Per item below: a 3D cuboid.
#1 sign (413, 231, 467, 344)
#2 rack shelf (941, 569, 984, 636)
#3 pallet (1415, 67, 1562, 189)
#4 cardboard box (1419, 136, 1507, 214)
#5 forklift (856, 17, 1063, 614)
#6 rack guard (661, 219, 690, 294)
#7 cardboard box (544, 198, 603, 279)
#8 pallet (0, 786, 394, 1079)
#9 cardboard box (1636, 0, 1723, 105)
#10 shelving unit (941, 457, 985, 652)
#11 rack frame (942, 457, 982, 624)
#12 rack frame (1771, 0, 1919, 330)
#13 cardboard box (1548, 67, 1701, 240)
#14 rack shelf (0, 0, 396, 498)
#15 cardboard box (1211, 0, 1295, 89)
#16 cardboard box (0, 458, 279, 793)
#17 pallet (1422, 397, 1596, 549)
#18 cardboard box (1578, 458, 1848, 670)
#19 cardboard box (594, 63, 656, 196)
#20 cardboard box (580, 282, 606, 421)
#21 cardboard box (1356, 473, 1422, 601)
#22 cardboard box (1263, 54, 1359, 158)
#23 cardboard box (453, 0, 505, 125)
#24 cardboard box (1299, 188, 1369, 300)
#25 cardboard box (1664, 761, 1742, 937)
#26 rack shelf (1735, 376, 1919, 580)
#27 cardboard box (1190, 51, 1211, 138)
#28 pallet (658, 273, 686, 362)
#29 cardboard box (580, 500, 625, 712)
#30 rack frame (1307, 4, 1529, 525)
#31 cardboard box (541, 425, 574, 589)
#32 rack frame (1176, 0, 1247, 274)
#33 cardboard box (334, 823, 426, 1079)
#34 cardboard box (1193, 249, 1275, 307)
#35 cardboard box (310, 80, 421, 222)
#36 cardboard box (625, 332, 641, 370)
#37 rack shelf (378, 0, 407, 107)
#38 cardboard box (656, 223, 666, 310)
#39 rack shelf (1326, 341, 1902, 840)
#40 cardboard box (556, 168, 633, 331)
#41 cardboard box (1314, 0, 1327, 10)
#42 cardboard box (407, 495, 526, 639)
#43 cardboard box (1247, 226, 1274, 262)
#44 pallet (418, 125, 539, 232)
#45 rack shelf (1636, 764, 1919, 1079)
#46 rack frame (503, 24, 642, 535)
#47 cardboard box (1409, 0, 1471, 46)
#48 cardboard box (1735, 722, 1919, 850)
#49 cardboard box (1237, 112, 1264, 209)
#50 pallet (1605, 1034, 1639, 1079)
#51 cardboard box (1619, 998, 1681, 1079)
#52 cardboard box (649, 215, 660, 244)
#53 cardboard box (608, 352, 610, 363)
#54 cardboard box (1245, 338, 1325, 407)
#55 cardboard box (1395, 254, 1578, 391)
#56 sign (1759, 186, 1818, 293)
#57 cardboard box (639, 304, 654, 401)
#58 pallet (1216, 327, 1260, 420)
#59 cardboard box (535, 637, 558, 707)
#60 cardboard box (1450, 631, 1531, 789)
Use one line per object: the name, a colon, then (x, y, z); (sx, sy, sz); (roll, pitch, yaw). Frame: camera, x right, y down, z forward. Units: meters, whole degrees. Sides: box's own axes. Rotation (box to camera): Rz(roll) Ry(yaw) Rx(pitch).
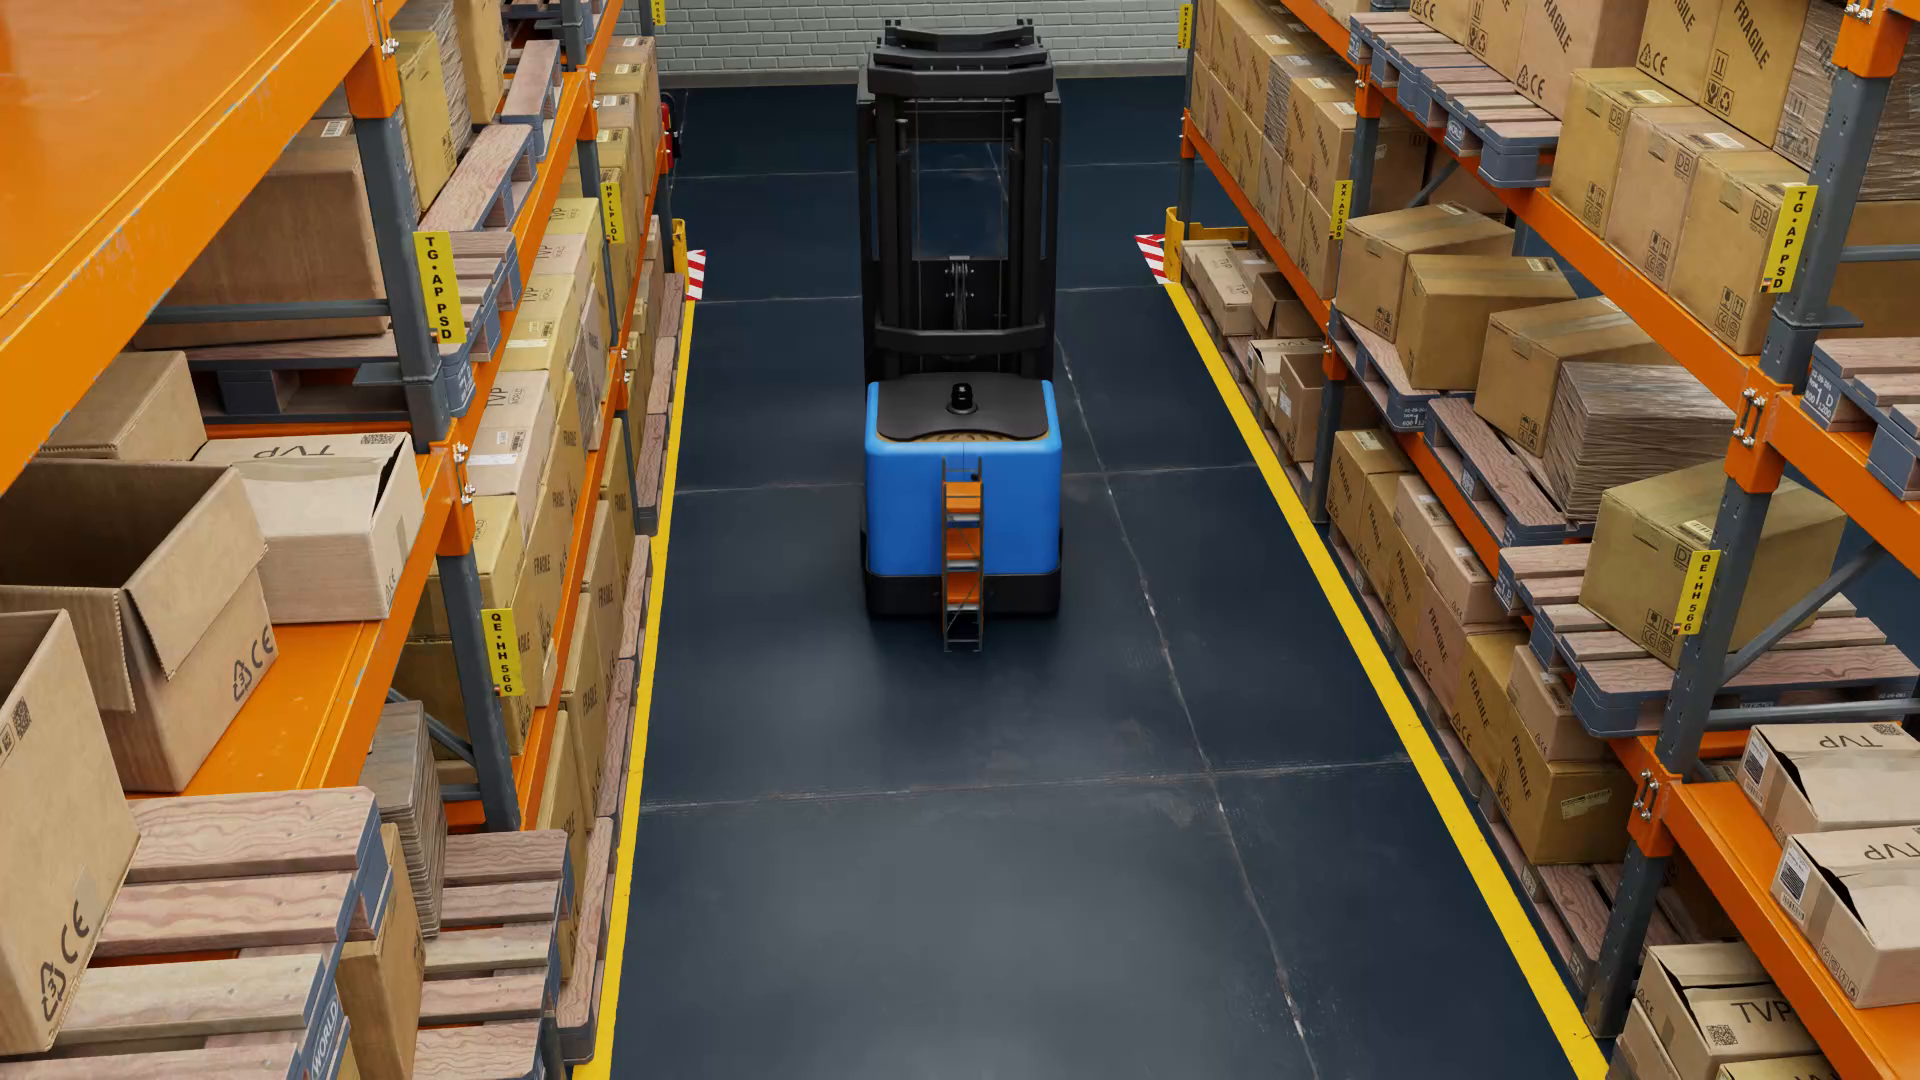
sign: (-1.424, -0.688, 4.547); (0.100, 0.325, 0.005); (-3, 31, -5)
rack shelf: (0.012, 0.324, 8.730); (0.215, 0.259, 0.240); (-1, 35, -1)
pallet: (2.684, -1.776, 7.056); (1.213, 0.211, 1.003); (-3, 31, -5)
cardboard box: (2.829, -2.161, 9.370); (0.500, 0.500, 0.500); (-2, 31, -3)
forklift: (-0.014, -1.579, 9.535); (1.130, 2.935, 3.031); (-1, 31, -1)
rack guard: (-2.715, -2.177, 12.907); (1.175, 0.500, 0.348); (-3, 31, -5)
cardboard box: (-2.040, -1.470, 8.148); (0.500, 0.250, 0.500); (-2, 31, -3)
pallet: (-1.643, 0.832, 2.689); (1.213, 0.211, 1.003); (-3, 31, -5)
cardboard box: (2.837, -1.896, 6.002); (0.500, 0.500, 0.500); (-3, 31, -5)
shelving unit: (0.013, 0.087, 8.565); (0.215, 1.050, 0.252); (-1, 35, -1)
rack frame: (0.009, 0.018, 8.664); (0.200, 1.050, 0.008); (-1, 35, -1)
rack frame: (2.967, -1.968, 4.269); (1.000, 3.000, 0.127); (-3, 31, -5)
cardboard box: (2.796, -1.470, 6.263); (0.910, 0.500, 0.500); (-3, 31, -5)
rack shelf: (-1.778, -0.227, 2.446); (1.077, 0.370, 4.000); (-3, 31, -5)
cardboard box: (2.055, -3.443, 11.517); (0.500, 0.500, 0.500); (-2, 31, -4)
cardboard box: (-1.936, 0.173, 3.491); (0.797, 0.503, 0.637); (1, 31, 2)
pallet: (2.780, -0.303, 7.519); (1.003, 0.211, 1.213); (-3, 31, -5)
cardboard box: (2.796, 0.068, 6.203); (0.700, 0.500, 0.500); (-13, 33, -21)
cardboard box: (-2.576, -2.735, 11.112); (0.980, 0.700, 0.700); (-3, 31, -5)
cardboard box: (-1.987, -0.891, 7.909); (0.500, 0.500, 0.500); (-3, 31, -4)
cardboard box: (2.457, -0.020, 8.867); (0.500, 0.500, 0.500); (-2, 31, -4)
cardboard box: (2.191, -2.671, 10.224); (0.500, 0.500, 0.500); (-3, 31, -4)
cardboard box: (-2.249, -1.979, 6.687); (0.700, 0.500, 0.500); (-3, 31, -6)
cardboard box: (2.291, -1.720, 9.608); (0.500, 0.500, 0.500); (-2, 31, -4)
cardboard box: (3.209, 1.246, 6.748); (0.500, 0.500, 0.500); (-1, 31, -2)
rack shelf: (3.154, 0.650, 3.513); (1.077, 0.370, 4.000); (-3, 31, -5)
cardboard box: (1.998, -3.281, 12.219); (0.500, 0.500, 0.500); (-2, 31, -4)
pallet: (-2.560, -1.636, 12.283); (1.003, 0.211, 1.213); (-3, 31, -5)
cardboard box: (-2.062, 0.327, 7.965); (0.750, 0.750, 0.750); (-2, 31, -3)
rack frame: (2.593, -1.435, 9.227); (1.000, 3.000, 0.127); (-3, 31, -5)
cardboard box: (-1.840, -0.114, 6.608); (0.500, 0.500, 0.500); (-3, 31, -5)
rack frame: (2.219, -3.477, 12.646); (1.000, 3.000, 0.127); (-3, 31, -5)
cardboard box: (-1.832, 1.139, 4.392); (0.700, 0.500, 0.500); (-6, 31, -9)
cardboard box: (2.034, -1.939, 12.323); (0.500, 0.250, 0.500); (-3, 31, -5)
cardboard box: (-2.169, -1.185, 5.358); (0.700, 0.500, 0.500); (-4, 31, -7)
cardboard box: (-2.157, -1.151, 10.148); (0.380, 0.149, 0.250); (-2, 31, -3)
rack shelf: (-2.152, -2.269, 5.865); (1.077, 0.370, 4.000); (-3, 31, -5)
cardboard box: (-2.547, -1.992, 12.188); (0.700, 0.500, 0.500); (-3, 31, -5)
rack shelf: (2.780, -0.105, 7.702); (1.077, 0.370, 4.000); (-3, 31, -5)
cardboard box: (-2.373, -1.602, 9.214); (0.980, 0.700, 0.700); (-2, 31, -4)
cardboard box: (2.247, -3.149, 9.318); (0.500, 0.250, 0.500); (-3, 31, -5)
cardboard box: (-1.753, 0.087, 5.541); (0.500, 0.250, 0.500); (-2, 31, -3)
cardboard box: (2.515, -2.327, 12.729); (0.500, 0.500, 0.500); (-3, 31, -5)
pallet: (-2.185, -1.257, 6.188); (1.003, 0.211, 1.213); (-1, 31, -2)
rack shelf: (3.154, 1.938, 4.282); (1.077, 0.370, 4.000); (-3, 31, -5)
rack frame: (-2.339, -1.195, 8.826); (1.000, 3.000, 0.127); (-3, 31, -5)
cardboard box: (2.567, -2.728, 7.862); (0.600, 0.600, 0.600); (-6, 31, -9)
cardboard box: (2.957, 0.834, 5.516); (0.500, 0.311, 0.500); (-1, 31, -1)
cardboard box: (2.141, -2.506, 10.922); (0.500, 0.500, 0.500); (-2, 31, -4)
pallet: (3.005, 2.227, 5.816); (1.003, 0.211, 1.213); (-3, 31, -5)
cardboard box: (2.723, 1.889, 5.934); (0.500, 0.250, 0.500); (-3, 31, -5)
cardboard box: (-2.354, -2.214, 11.927); (0.380, 0.149, 0.250); (-3, 31, -5)
cardboard box: (-2.025, -0.937, 8.619); (0.380, 0.149, 0.250); (-2, 31, -4)
cardboard box: (2.187, -1.129, 10.909); (0.500, 0.311, 0.500); (-3, 31, -5)
cardboard box: (2.542, -1.057, 8.088); (0.700, 0.500, 0.500); (2, 31, 3)
sign: (2.426, -0.877, 4.864); (0.100, 0.325, 0.005); (-3, 31, -5)
cardboard box: (-2.396, -1.208, 10.875); (0.700, 0.500, 0.500); (-2, 31, -3)
pallet: (2.413, -1.212, 11.574); (1.003, 0.211, 1.213); (-3, 31, -5)
cardboard box: (-1.720, 0.498, 6.216); (0.380, 0.149, 0.250); (-2, 31, -3)
cardboard box: (2.598, 0.761, 7.559); (0.500, 0.500, 0.500); (-4, 31, -6)
